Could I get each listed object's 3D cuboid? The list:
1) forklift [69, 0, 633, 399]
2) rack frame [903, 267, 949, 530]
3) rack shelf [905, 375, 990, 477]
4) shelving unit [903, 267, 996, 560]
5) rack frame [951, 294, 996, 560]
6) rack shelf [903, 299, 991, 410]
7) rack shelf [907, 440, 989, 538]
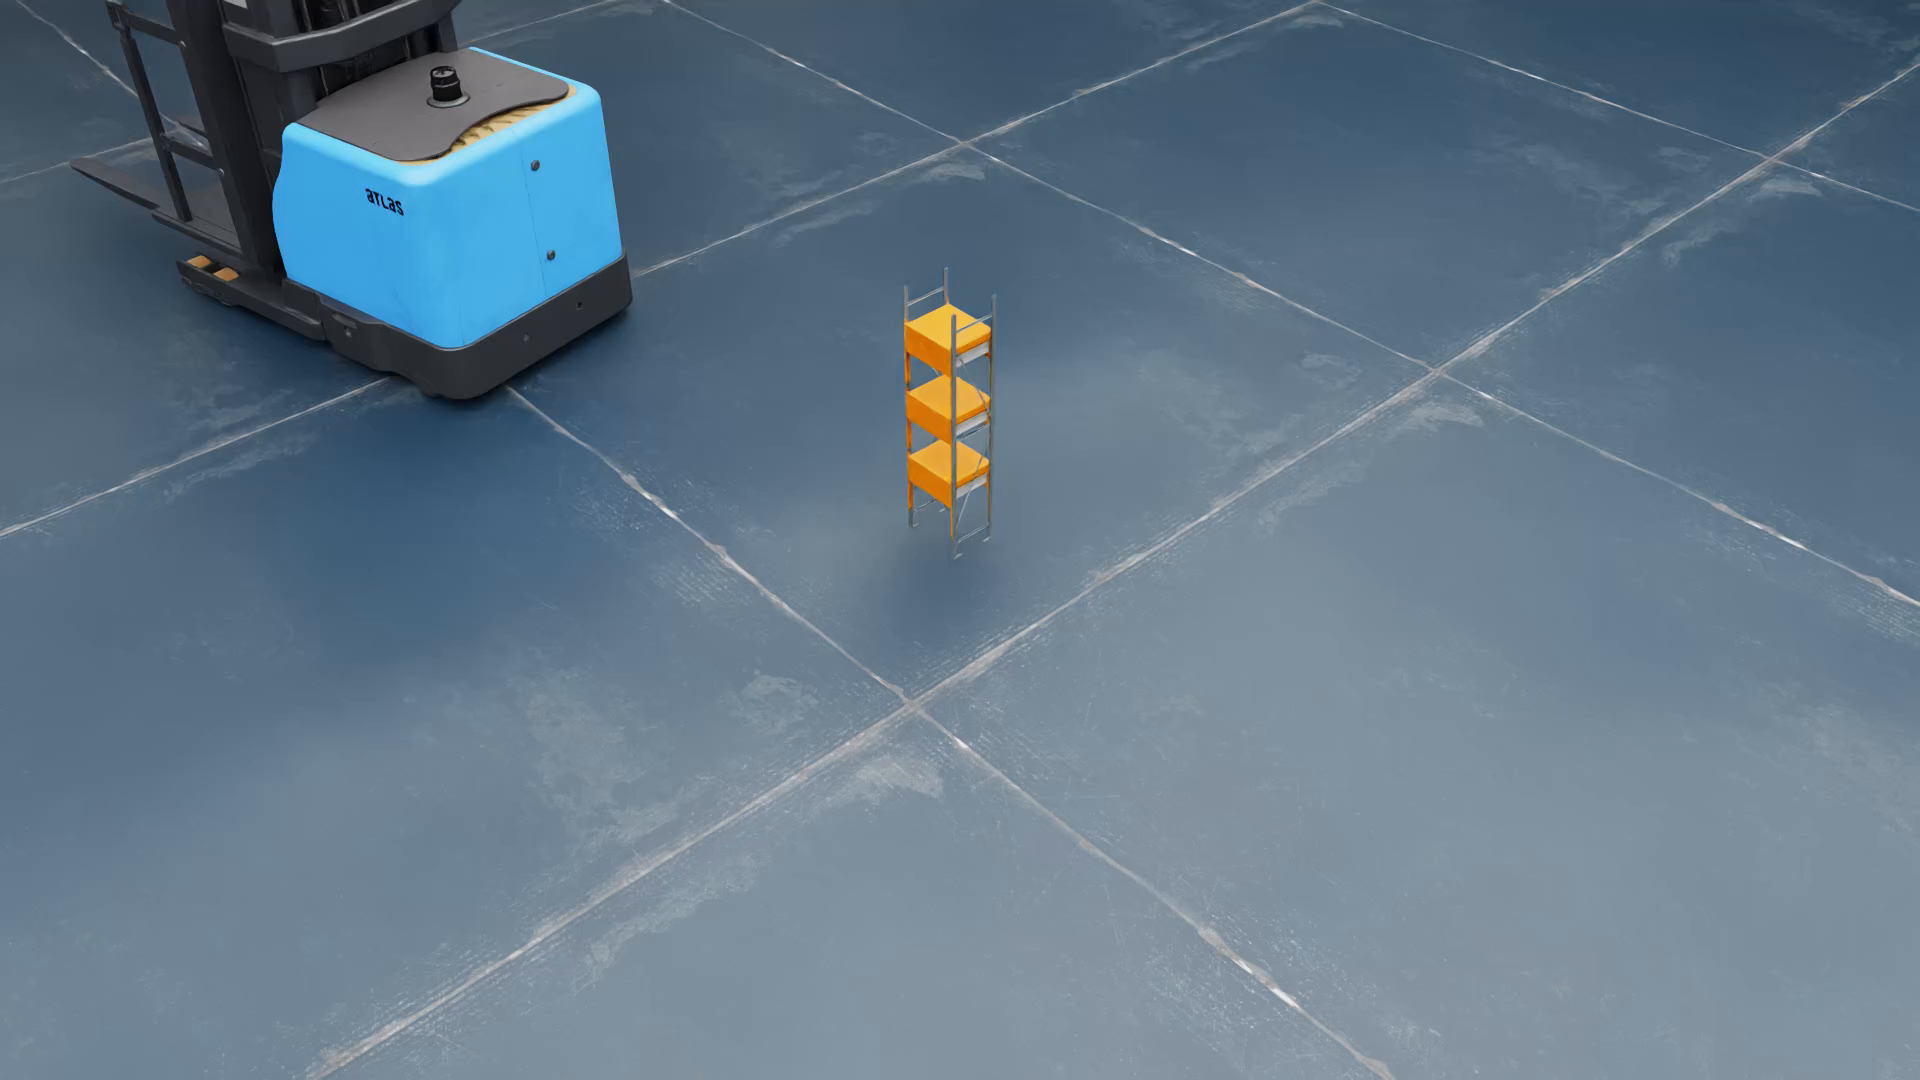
[{"bbox_3d":[-2.968,-2.454,6.956,3.031,2.935,1.130,24,45,27],"label":"forklift"},{"bbox_3d":[-0.119,-0.490,6.021,0.200,1.050,0.008,-30,48,-32],"label":"rack frame"},{"bbox_3d":[-0.036,-0.425,5.957,0.215,0.259,0.240,-30,48,-32],"label":"rack shelf"},{"bbox_3d":[-0.036,-0.433,5.951,0.215,1.050,0.252,-30,48,-32],"label":"shelving unit"},{"bbox_3d":[0.046,-0.377,5.881,0.200,1.050,0.008,-30,48,-32],"label":"rack frame"},{"bbox_3d":[-0.036,-0.646,5.779,0.215,0.259,0.240,-30,48,-32],"label":"rack shelf"},{"bbox_3d":[-0.036,-0.209,6.132,0.215,0.259,0.240,-30,48,-32],"label":"rack shelf"}]
